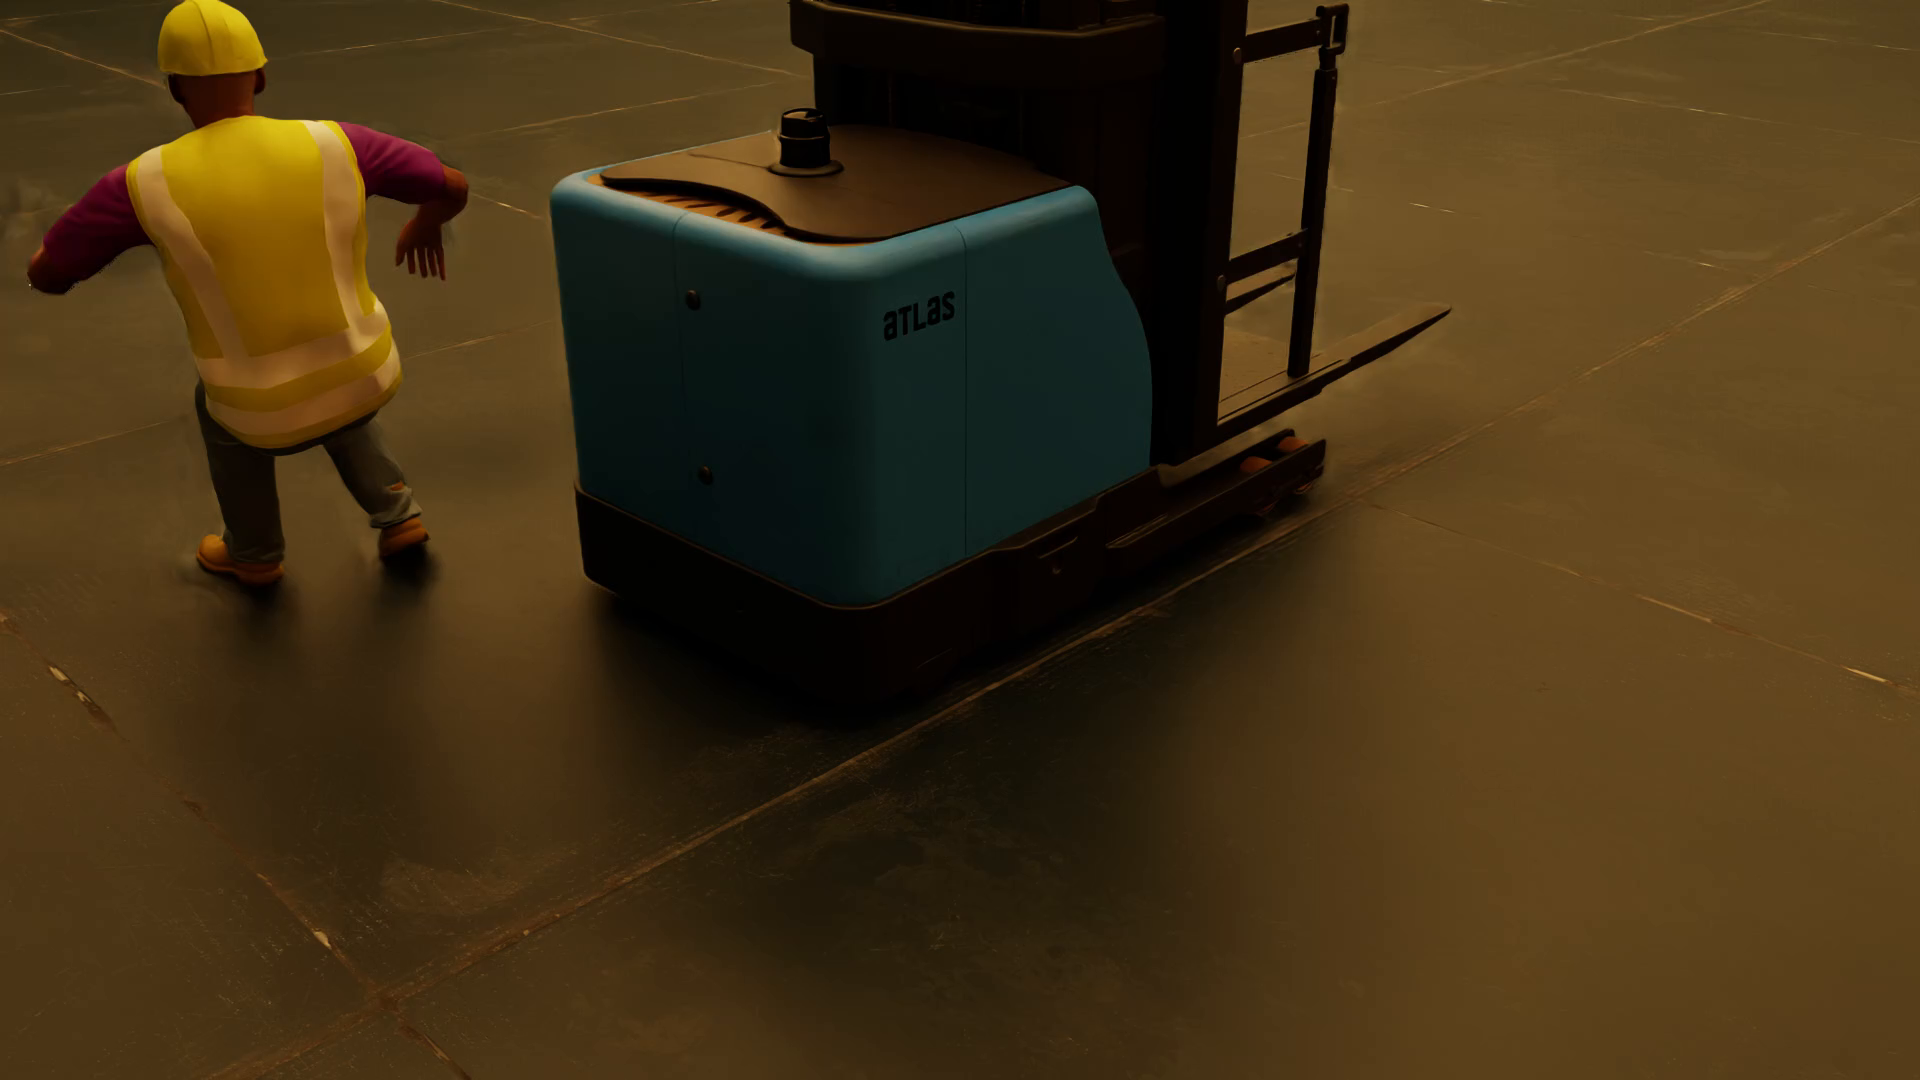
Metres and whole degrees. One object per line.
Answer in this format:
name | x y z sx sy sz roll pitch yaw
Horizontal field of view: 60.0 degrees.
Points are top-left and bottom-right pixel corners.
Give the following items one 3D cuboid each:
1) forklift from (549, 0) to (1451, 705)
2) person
forklift | 0.406 -1.518 4.308 1.130 2.935 3.031 22 34 37
person | -1.656 -0.519 3.914 0.926 1.508 0.874 -20 33 -35
